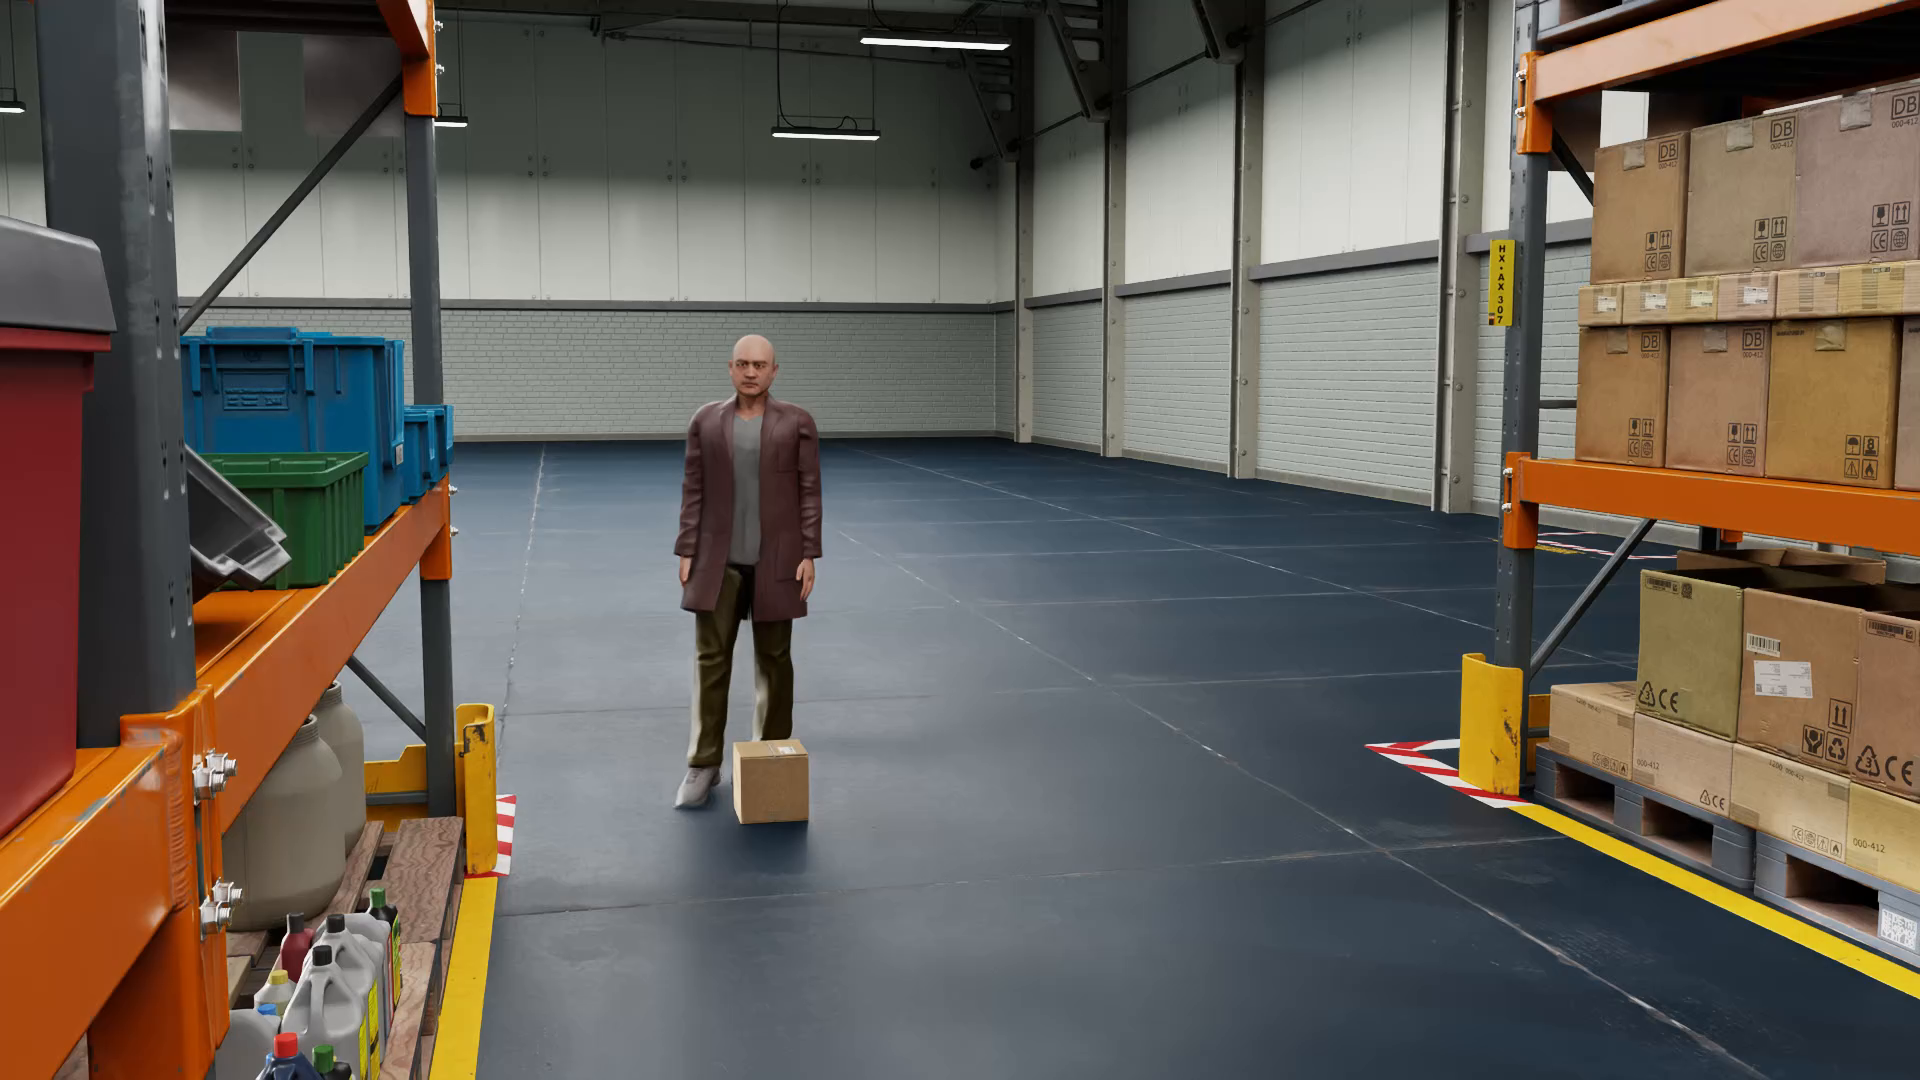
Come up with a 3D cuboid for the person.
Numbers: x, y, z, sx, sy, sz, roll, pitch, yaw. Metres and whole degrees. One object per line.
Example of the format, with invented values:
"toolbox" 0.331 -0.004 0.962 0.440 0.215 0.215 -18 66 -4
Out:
"person" -0.838 0.096 6.454 0.591 1.780 0.625 0 6 -2
